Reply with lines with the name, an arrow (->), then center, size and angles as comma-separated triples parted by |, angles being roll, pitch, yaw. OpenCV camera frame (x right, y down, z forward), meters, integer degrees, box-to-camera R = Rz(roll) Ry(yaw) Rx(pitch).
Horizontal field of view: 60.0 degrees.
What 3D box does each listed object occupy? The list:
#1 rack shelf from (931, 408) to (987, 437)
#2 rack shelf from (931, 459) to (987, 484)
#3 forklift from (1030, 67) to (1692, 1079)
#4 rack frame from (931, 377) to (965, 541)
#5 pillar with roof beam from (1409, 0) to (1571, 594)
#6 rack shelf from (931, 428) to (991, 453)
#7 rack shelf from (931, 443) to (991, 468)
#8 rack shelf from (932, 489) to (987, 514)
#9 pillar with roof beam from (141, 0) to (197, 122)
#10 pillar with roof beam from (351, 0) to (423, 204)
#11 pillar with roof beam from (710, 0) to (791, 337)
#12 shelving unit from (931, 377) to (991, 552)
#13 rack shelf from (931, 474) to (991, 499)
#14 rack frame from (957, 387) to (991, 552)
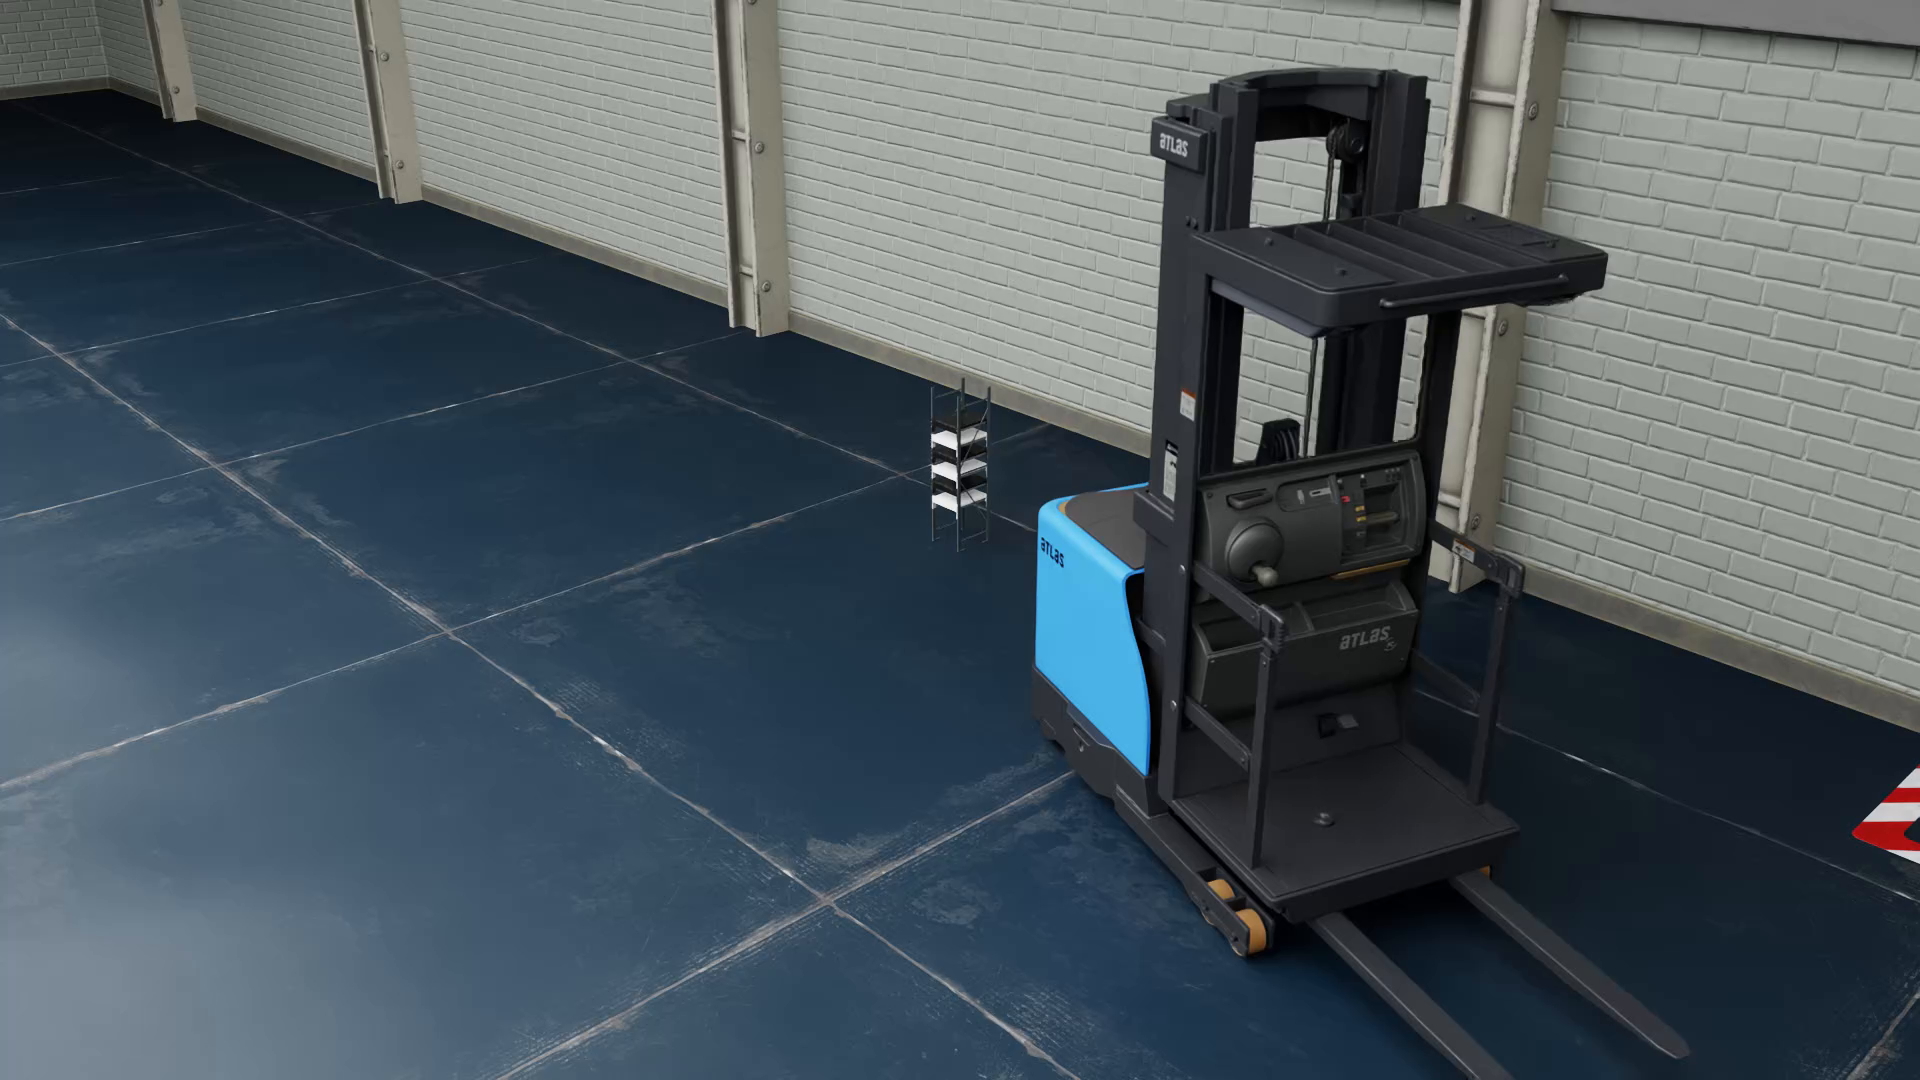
rack shelf -> 0.006, -0.622, 8.960 | 0.258, 0.077, 0.200 | -21, 32, -38
rack shelf -> 0.006, -0.377, 9.072 | 0.258, 0.077, 0.200 | -21, 32, -38
forklift -> 1.372, -0.044, 5.814 | 1.130, 2.935, 3.031 | -10, 27, -22
rack frame -> -0.064, -0.438, 9.125 | 0.240, 0.900, 0.006 | -21, 32, -38
pillar with roof beam -> -0.582, -2.696, 4.318 | 9.100, 9.000, 0.400 | -21, 32, -38
rack shelf -> 0.006, -0.540, 8.997 | 0.258, 0.077, 0.200 | -21, 32, -38
rack shelf -> 0.006, -0.459, 9.034 | 0.258, 0.077, 0.200 | -21, 32, -38
rack shelf -> 0.006, -0.213, 9.146 | 0.258, 0.077, 0.200 | -21, 32, -38
pillar with roof beam -> -12.885, -8.150, 16.272 | 9.100, 9.000, 0.400 | -21, 32, -38
pillar with roof beam -> -8.784, -6.332, 12.287 | 9.100, 9.000, 0.400 | -21, 32, -38
pillar with roof beam -> -4.683, -4.514, 8.303 | 9.100, 9.000, 0.400 | -21, 32, -38
shelving unit -> 0.006, -0.407, 9.058 | 0.258, 0.900, 0.210 | -21, 32, -38
rack shelf -> 0.006, -0.295, 9.109 | 0.258, 0.077, 0.200 | -21, 32, -38
rack frame -> 0.075, -0.376, 8.990 | 0.240, 0.900, 0.006 | -21, 32, -38
